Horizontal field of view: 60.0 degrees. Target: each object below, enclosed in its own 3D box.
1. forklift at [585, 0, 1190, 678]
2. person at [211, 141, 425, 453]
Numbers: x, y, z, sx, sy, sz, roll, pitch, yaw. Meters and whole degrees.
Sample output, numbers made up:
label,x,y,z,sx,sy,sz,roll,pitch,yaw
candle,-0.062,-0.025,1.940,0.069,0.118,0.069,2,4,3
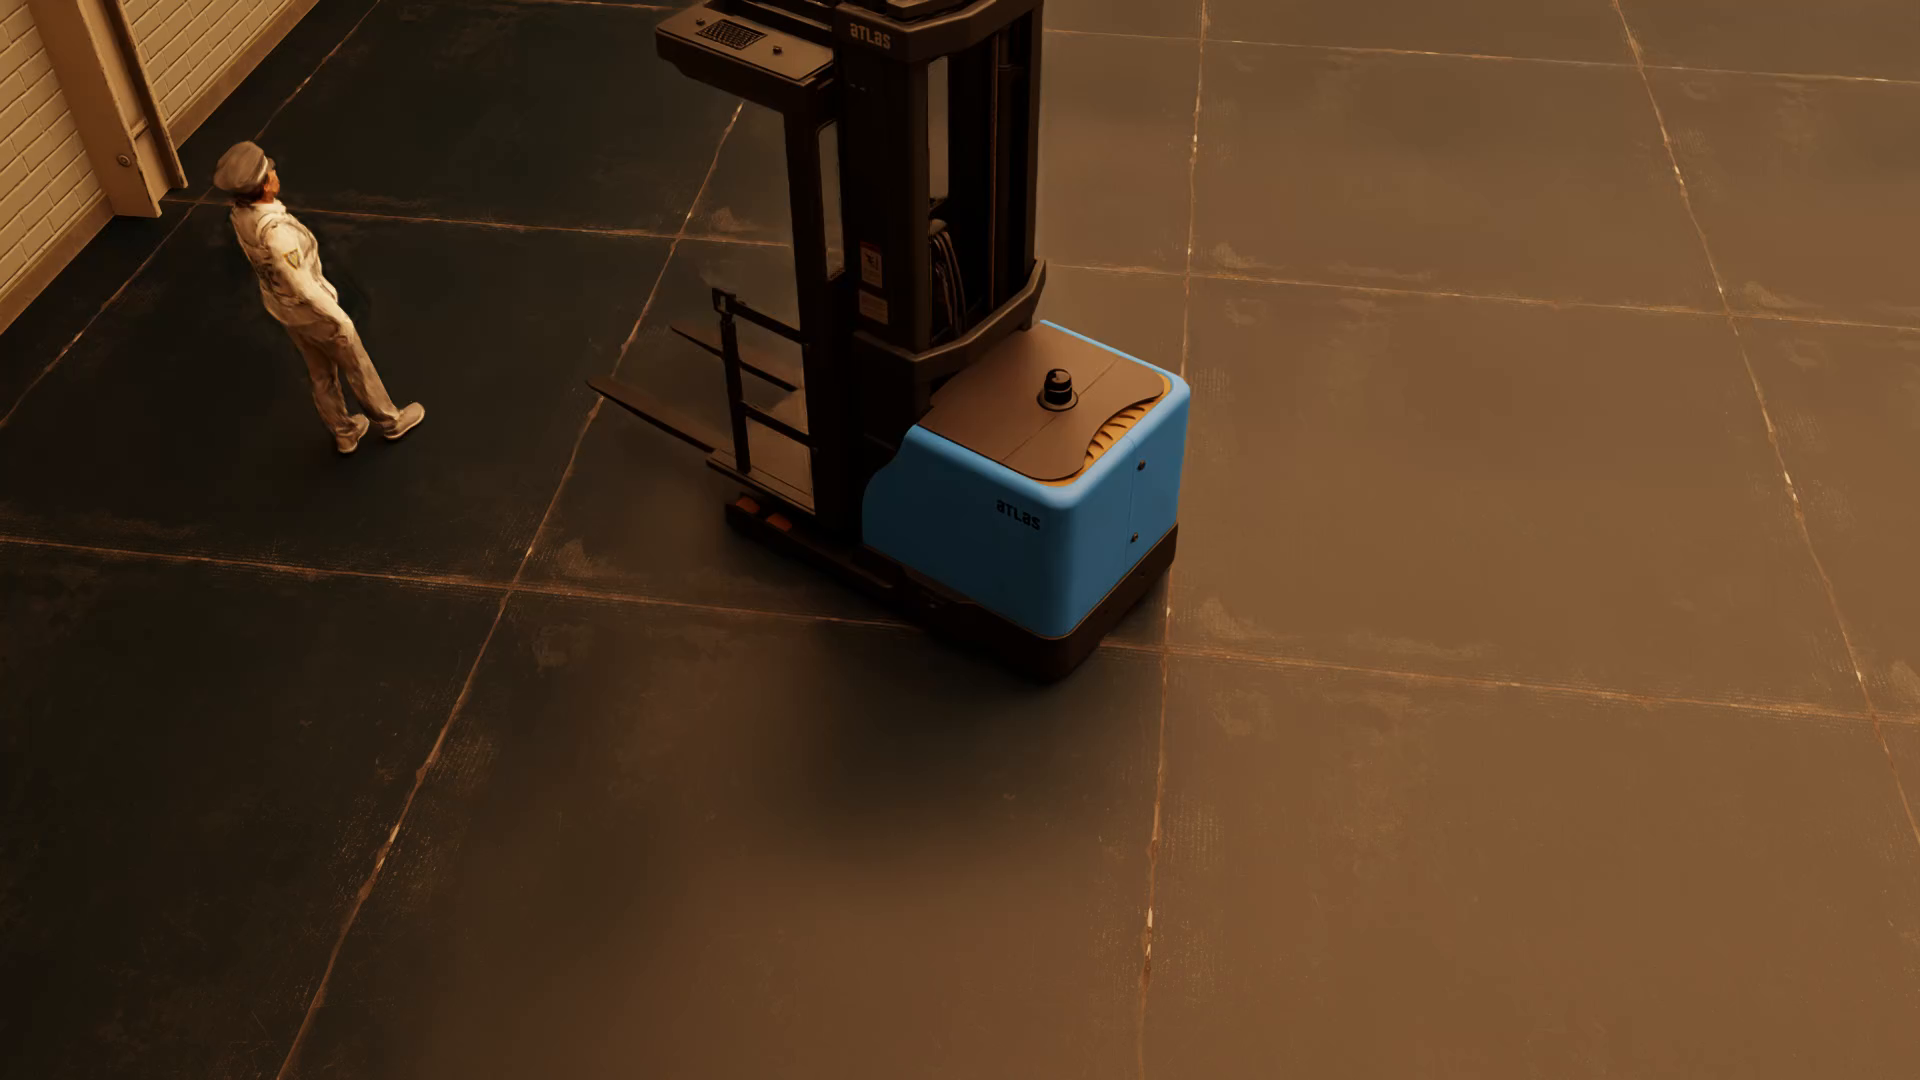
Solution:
label,x,y,z,sx,sy,sz,roll,pitch,yaw
forklift,-0.493,-1.299,7.138,3.031,2.935,1.130,27,49,26
person,-3.002,-1.147,7.881,0.576,1.695,0.612,33,52,31
